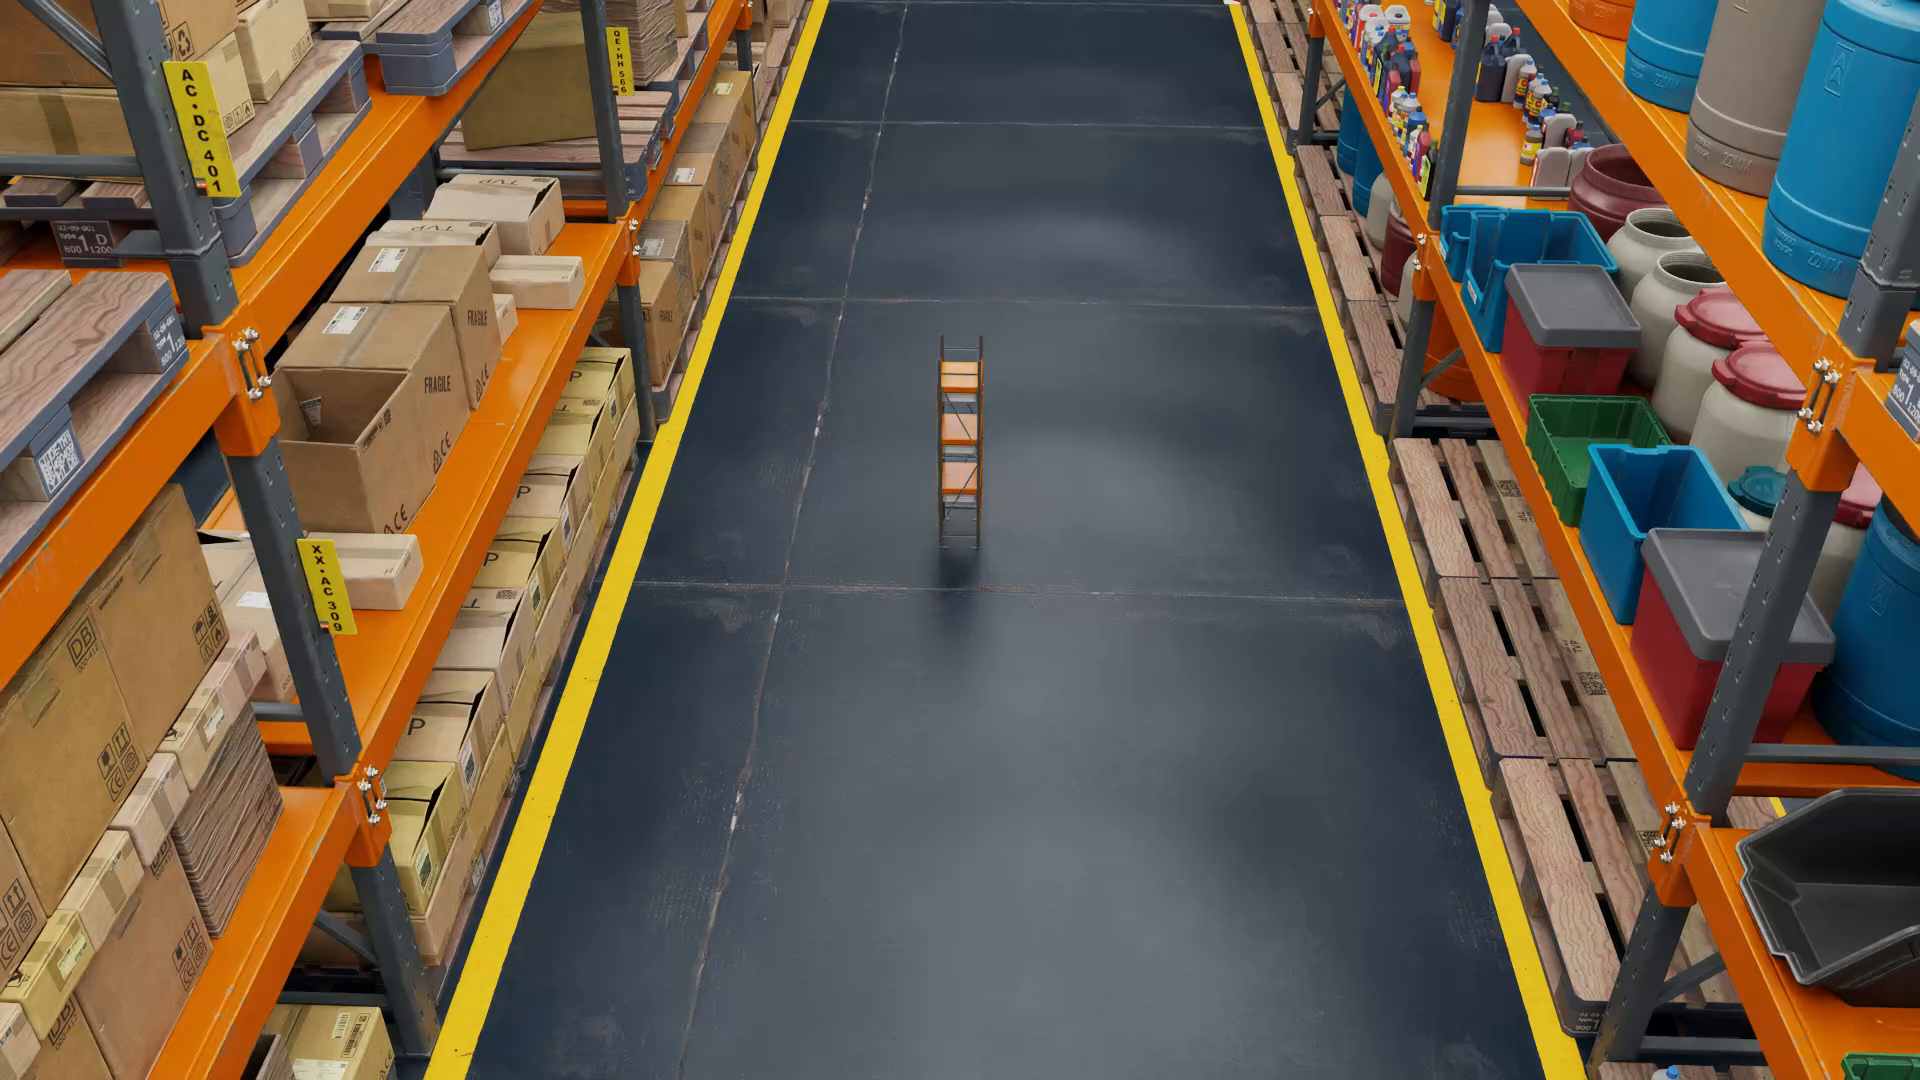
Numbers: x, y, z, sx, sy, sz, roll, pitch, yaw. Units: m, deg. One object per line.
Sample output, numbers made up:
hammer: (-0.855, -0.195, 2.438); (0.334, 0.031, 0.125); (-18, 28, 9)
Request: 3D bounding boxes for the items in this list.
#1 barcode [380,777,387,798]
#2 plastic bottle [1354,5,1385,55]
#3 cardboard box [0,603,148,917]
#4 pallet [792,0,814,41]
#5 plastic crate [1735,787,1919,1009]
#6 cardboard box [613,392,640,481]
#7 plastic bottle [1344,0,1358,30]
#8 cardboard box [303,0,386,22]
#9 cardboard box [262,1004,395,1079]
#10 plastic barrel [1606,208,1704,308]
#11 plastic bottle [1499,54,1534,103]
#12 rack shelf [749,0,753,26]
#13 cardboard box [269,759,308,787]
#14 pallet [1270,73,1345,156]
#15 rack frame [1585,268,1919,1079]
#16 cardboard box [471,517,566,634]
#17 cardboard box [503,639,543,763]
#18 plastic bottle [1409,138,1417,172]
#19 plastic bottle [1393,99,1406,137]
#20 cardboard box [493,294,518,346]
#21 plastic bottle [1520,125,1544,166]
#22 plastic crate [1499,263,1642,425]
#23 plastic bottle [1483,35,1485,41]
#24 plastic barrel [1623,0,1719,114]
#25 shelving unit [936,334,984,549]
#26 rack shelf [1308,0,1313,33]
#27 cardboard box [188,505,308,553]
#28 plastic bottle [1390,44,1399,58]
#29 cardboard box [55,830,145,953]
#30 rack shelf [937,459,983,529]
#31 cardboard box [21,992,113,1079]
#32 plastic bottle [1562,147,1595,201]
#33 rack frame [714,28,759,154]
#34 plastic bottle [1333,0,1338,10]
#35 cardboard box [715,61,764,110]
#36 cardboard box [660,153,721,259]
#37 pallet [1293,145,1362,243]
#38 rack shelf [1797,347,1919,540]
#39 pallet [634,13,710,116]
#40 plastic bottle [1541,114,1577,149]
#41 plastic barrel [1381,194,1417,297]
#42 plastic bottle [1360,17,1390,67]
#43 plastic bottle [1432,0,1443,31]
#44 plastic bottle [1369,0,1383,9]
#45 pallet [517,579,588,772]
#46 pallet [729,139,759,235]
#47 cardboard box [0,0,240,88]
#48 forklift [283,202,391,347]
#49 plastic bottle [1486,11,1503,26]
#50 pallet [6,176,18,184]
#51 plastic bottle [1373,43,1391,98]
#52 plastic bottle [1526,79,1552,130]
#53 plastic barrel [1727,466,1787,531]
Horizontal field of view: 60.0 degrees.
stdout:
barcode: (-1.890, 0.820, 5.430); (0.001, 0.075, 0.075); (1, 35, 2)
plastic bottle: (2.518, -3.132, 10.206); (0.152, 0.276, 0.135); (1, 35, 2)
cardboard box: (-2.346, 0.481, 3.741); (0.700, 0.500, 0.500); (1, 35, 2)
pallet: (-1.868, -4.744, 14.817); (1.003, 0.211, 1.213); (1, 35, 2)
plastic crate: (2.485, 0.947, 4.347); (0.767, 0.338, 0.504); (1, 35, 2)
cardboard box: (-1.933, -0.530, 8.421); (0.500, 0.250, 0.500); (2, 35, 3)
plastic bottle: (2.509, -3.386, 10.571); (0.097, 0.271, 0.097); (0, 35, 0)
cardboard box: (-2.178, -1.927, 5.540); (0.500, 0.250, 0.500); (-2, 35, -2)
cardboard box: (-2.116, 1.732, 5.203); (0.500, 0.250, 0.500); (1, 35, 2)
plastic barrel: (2.966, -1.124, 7.143); (0.421, 0.512, 0.421); (0, 35, 0)
plastic bottle: (3.190, -2.661, 9.536); (0.152, 0.276, 0.135); (1, 35, 2)
rack shelf: (-1.914, -4.943, 13.301); (1.077, 0.370, 4.000); (1, 35, 2)
cardboard box: (-2.586, 0.992, 5.768); (0.500, 0.311, 0.500); (1, 35, 2)
pallet: (2.945, -3.255, 12.697); (1.003, 0.211, 1.213); (1, 35, 2)
rack frame: (2.633, 0.624, 4.753); (1.000, 3.000, 0.127); (1, 35, 2)
cardboard box: (-1.990, 0.116, 7.014); (0.500, 0.311, 0.500); (2, 35, 3)
cardboard box: (-2.012, 0.643, 6.752); (0.500, 0.250, 0.500); (0, 35, 0)
plastic bottle: (2.416, -2.034, 8.708); (0.097, 0.201, 0.097); (0, 35, 0)
plastic bottle: (2.436, -2.313, 9.105); (0.097, 0.201, 0.097); (0, 35, 0)
cardboard box: (-2.150, -0.954, 7.217); (0.380, 0.149, 0.250); (4, 35, 5)
plastic bottle: (3.028, -2.092, 8.791); (0.097, 0.201, 0.097); (0, 35, 0)
plastic crate: (2.423, -0.779, 6.694); (0.402, 0.464, 0.583); (1, 35, 2)
plastic bottle: (3.087, -2.968, 9.976); (0.097, 0.271, 0.097); (0, 35, 0)
plastic barrel: (2.489, -1.857, 5.239); (0.600, 0.901, 0.708); (1, 35, 2)
shelving unit: (0.002, -0.460, 7.992); (0.215, 1.050, 0.252); (1, 35, 2)
rack shelf: (3.035, -4.827, 13.135); (1.077, 0.370, 4.000); (1, 35, 2)
cardboard box: (-2.464, 0.053, 5.683); (0.396, 0.266, 0.258); (1, 35, 1)
plastic bottle: (2.503, -2.707, 9.594); (0.061, 0.283, 0.133); (1, 35, 2)
cardboard box: (-2.142, 0.806, 3.844); (0.380, 0.149, 0.250); (1, 35, 2)
rack shelf: (0.002, -0.224, 8.158); (0.215, 0.259, 0.240); (1, 35, 2)
cardboard box: (-2.366, 1.313, 3.686); (0.700, 0.500, 0.500); (2, 35, 3)
plastic bottle: (3.134, -1.864, 8.402); (0.152, 0.276, 0.135); (1, 35, 2)
rack frame: (-1.995, -4.089, 11.459); (1.000, 3.000, 0.127); (1, 35, 2)
plastic bottle: (2.508, -3.647, 10.932); (0.061, 0.283, 0.133); (1, 35, 2)
cardboard box: (-1.762, -3.405, 12.442); (0.500, 0.311, 0.500); (1, 35, 2)
cardboard box: (-1.795, -2.092, 10.409); (0.500, 0.500, 0.500); (0, 35, 0)
pallet: (2.882, -2.389, 11.466); (1.003, 0.211, 1.213); (1, 35, 2)
rack shelf: (2.553, 0.840, 2.463); (1.077, 0.370, 4.000); (1, 35, 2)
pallet: (-2.082, -2.830, 9.834); (1.003, 0.211, 1.213); (1, 35, 2)
plastic bottle: (3.153, -2.130, 8.780); (0.152, 0.276, 0.135); (1, 35, 2)
plastic barrel: (2.842, -1.790, 9.920); (0.600, 0.588, 0.708); (1, 35, 2)
plastic bottle: (2.509, -2.999, 10.017); (0.152, 0.276, 0.135); (1, 35, 2)
plastic bottle: (3.101, -3.420, 10.550); (0.144, 0.351, 0.185); (1, 35, 2)
plastic bottle: (2.666, -3.431, 10.697); (0.097, 0.201, 0.097); (0, 35, 0)
pallet: (-2.279, 0.521, 7.324); (1.003, 0.211, 1.213); (1, 35, 2)
pallet: (-1.989, -2.480, 11.595); (1.003, 0.211, 1.213); (1, 35, 2)
cardboard box: (-2.252, -1.490, 4.266); (0.500, 0.500, 0.500); (2, 35, 2)
forklift: (-4.404, -2.519, 9.285); (1.130, 2.935, 3.031); (1, 35, 1)
plastic bottle: (3.221, -3.111, 10.175); (0.152, 0.276, 0.135); (1, 35, 2)
pallet: (-6.900, -2.615, 11.787); (1.003, 0.211, 1.213); (1, 35, 2)
plastic bottle: (2.443, -2.708, 9.596); (0.061, 0.283, 0.133); (1, 35, 2)
plastic bottle: (3.200, -2.404, 9.173); (0.097, 0.271, 0.097); (0, 35, 0)
plastic barrel: (2.840, -0.076, 5.870); (0.301, 0.262, 0.301); (0, 35, 0)
